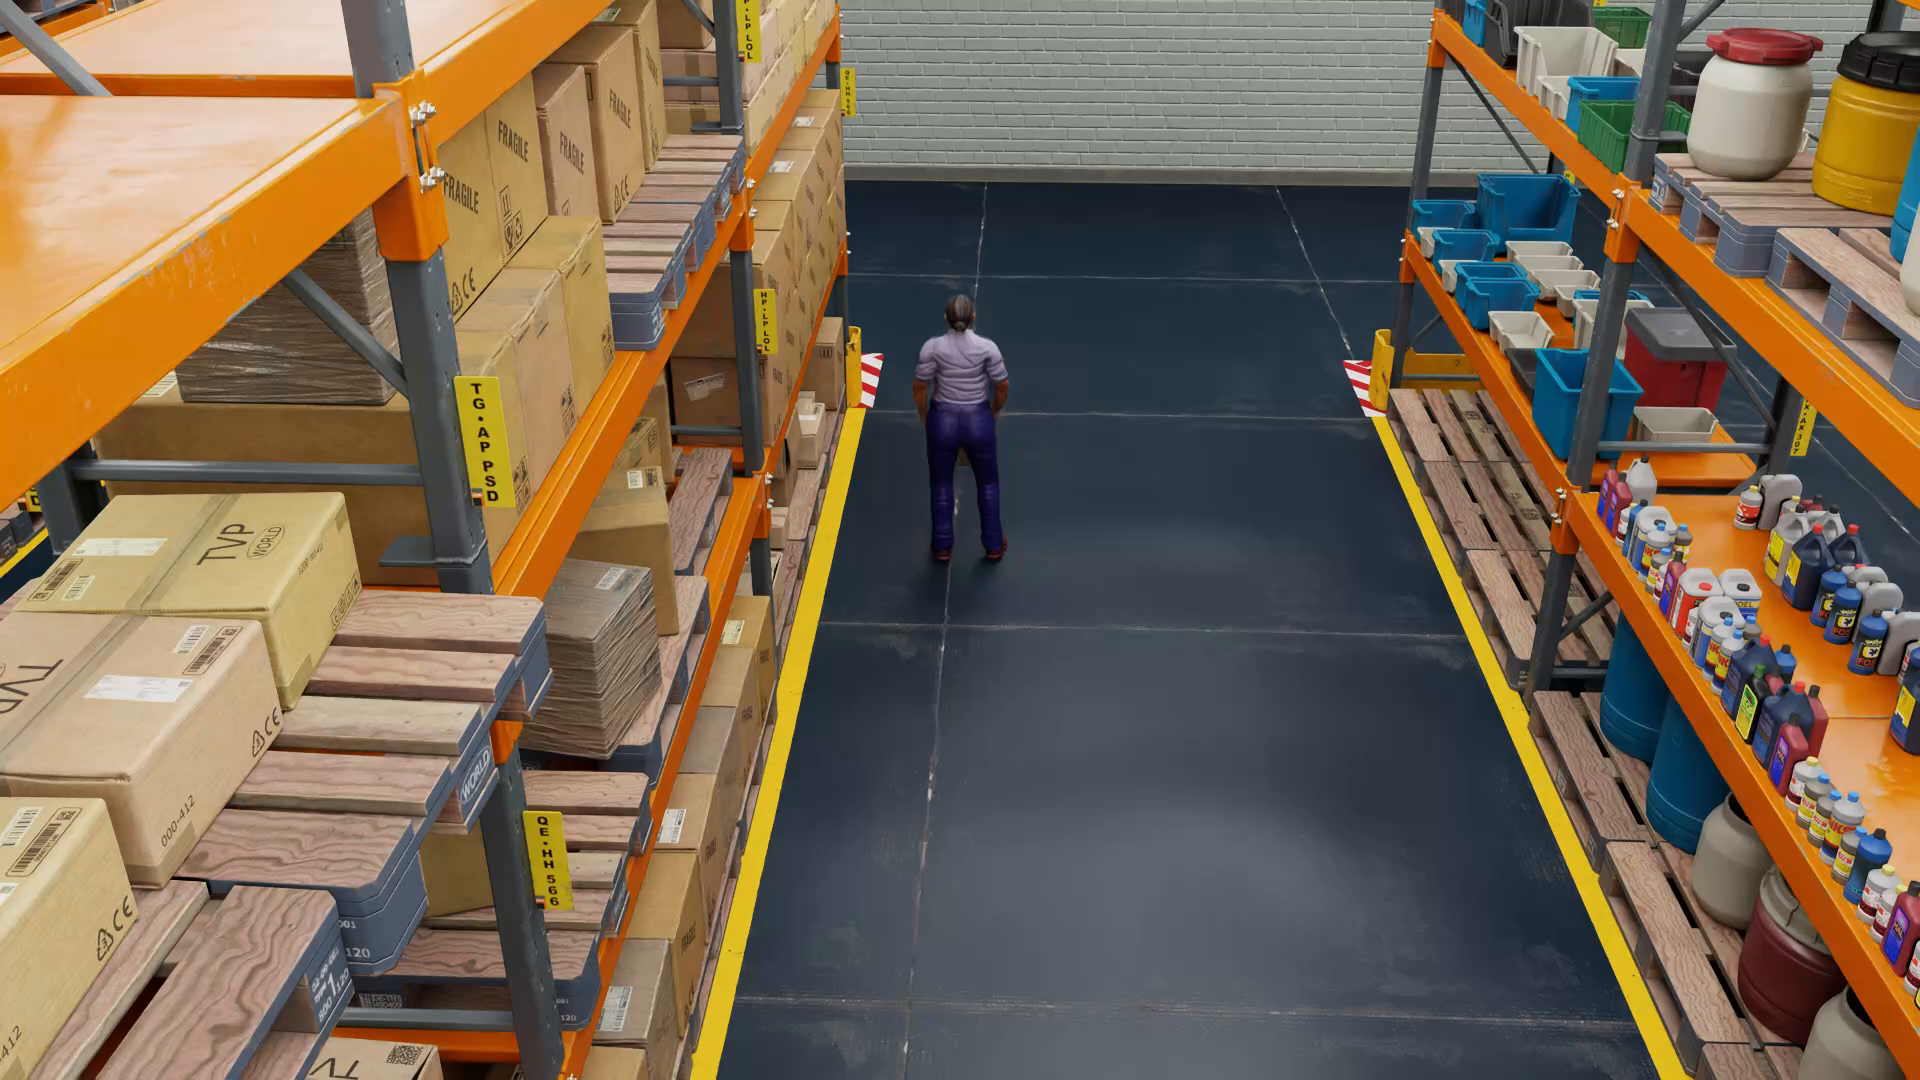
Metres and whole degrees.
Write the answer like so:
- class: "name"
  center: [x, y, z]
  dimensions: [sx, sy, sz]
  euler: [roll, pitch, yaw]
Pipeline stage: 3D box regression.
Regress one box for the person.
- class: "person"
  center: [0.007, -0.674, 9.894]
  dimensions: [0.574, 1.644, 0.384]
  euler: [1, 28, 2]
